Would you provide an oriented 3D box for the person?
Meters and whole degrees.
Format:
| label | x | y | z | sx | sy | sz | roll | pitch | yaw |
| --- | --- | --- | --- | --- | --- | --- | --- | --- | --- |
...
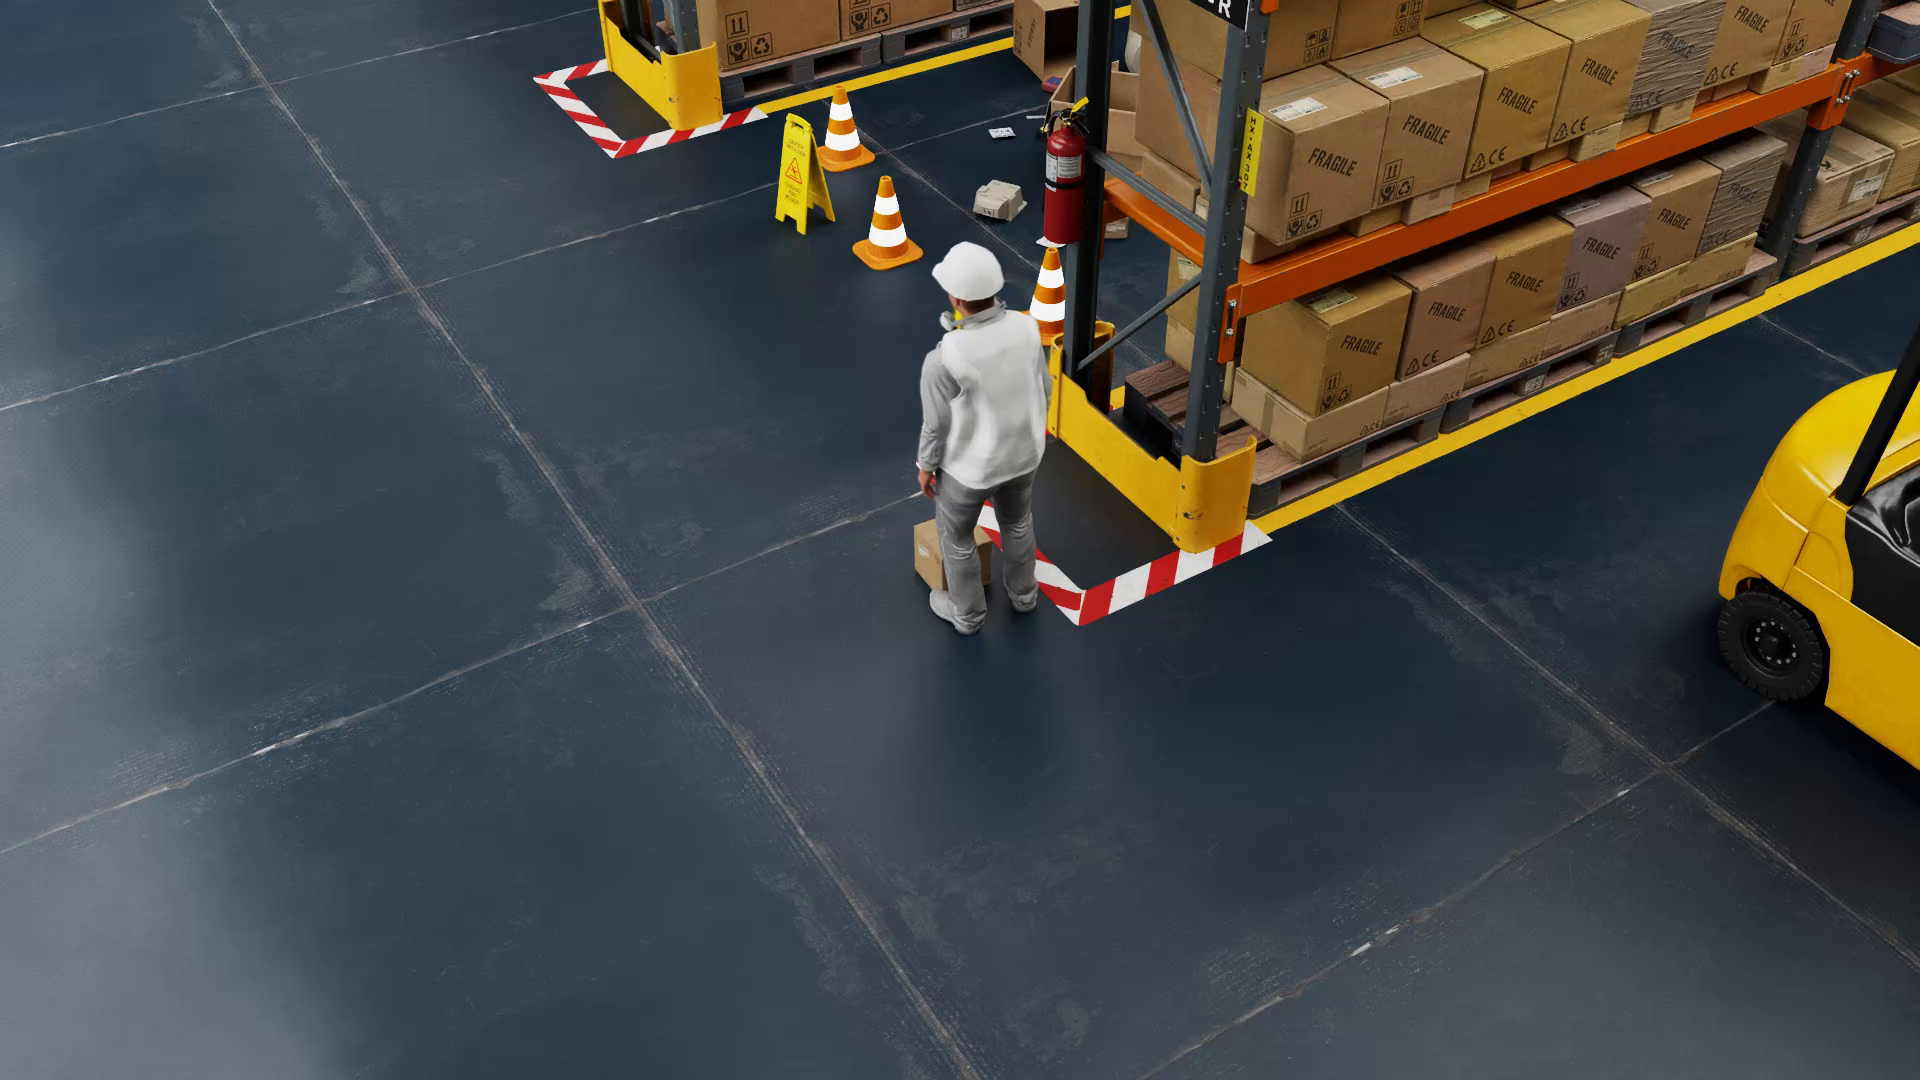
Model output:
| label | x | y | z | sx | sy | sz | roll | pitch | yaw |
| --- | --- | --- | --- | --- | --- | --- | --- | --- | --- |
| person | 0.093 | -0.364 | 6.564 | 0.590 | 1.770 | 0.465 | -21 | 45 | -23 |
